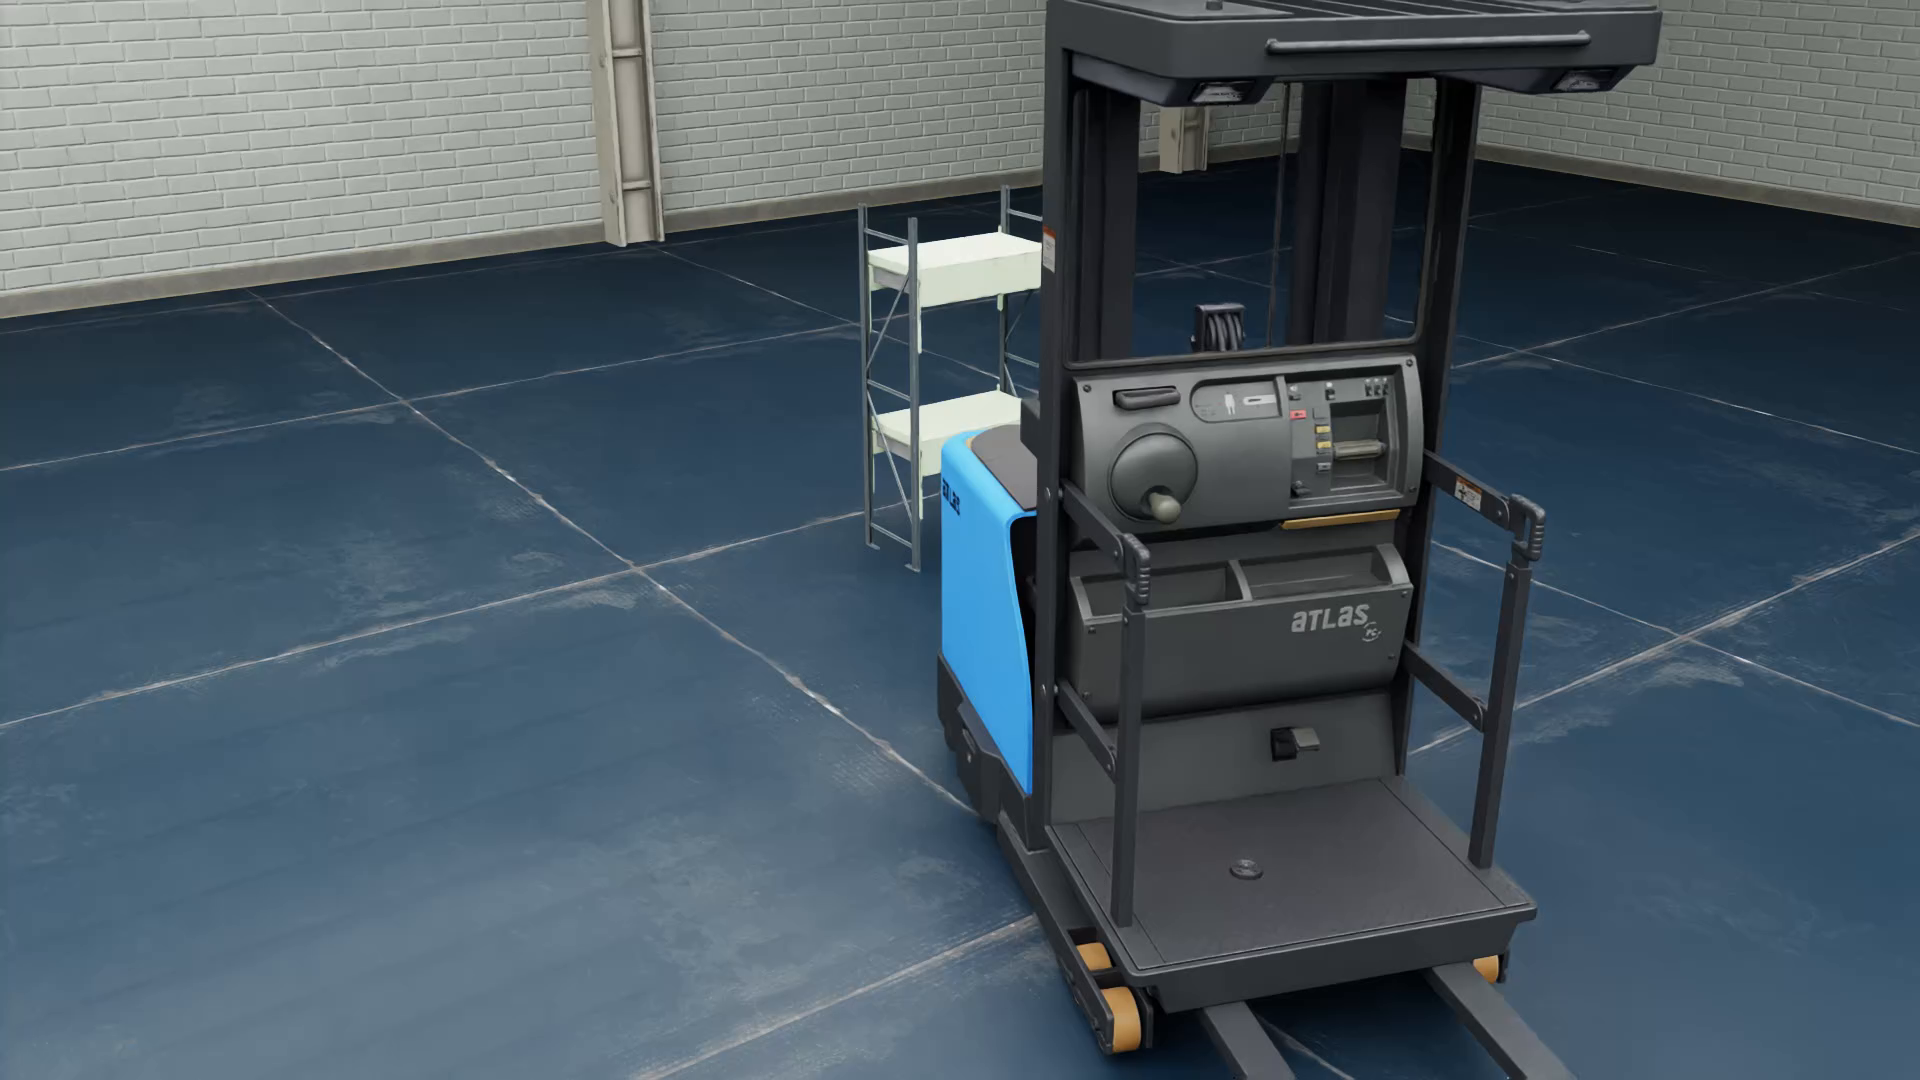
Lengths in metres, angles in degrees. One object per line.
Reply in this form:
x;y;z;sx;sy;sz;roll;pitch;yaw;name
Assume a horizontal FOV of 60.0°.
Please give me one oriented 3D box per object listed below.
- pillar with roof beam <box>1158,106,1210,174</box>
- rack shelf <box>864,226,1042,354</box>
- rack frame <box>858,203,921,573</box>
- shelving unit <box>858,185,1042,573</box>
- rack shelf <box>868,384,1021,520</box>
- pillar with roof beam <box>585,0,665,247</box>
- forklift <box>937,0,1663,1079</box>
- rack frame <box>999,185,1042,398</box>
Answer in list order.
4.748;-6.610;11.819;0.400;9.000;9.100;-15;26;-33;pillar with roof beam
0.005;-1.061;6.977;0.720;0.370;0.431;-15;26;-33;rack shelf
-0.292;-0.619;6.924;0.023;1.500;0.400;-15;26;-33;rack frame
0.005;-0.698;7.122;0.755;1.500;0.431;-15;26;-33;shelving unit
0.005;-0.395;7.243;0.720;0.370;0.431;-15;26;-33;rack shelf
-0.122;-5.311;8.565;0.400;9.000;9.100;-15;26;-33;pillar with roof beam
0.802;-0.233;4.026;1.130;2.935;3.031;-6;22;-14;forklift
0.303;-0.777;7.321;0.023;1.500;0.400;-15;26;-33;rack frame
